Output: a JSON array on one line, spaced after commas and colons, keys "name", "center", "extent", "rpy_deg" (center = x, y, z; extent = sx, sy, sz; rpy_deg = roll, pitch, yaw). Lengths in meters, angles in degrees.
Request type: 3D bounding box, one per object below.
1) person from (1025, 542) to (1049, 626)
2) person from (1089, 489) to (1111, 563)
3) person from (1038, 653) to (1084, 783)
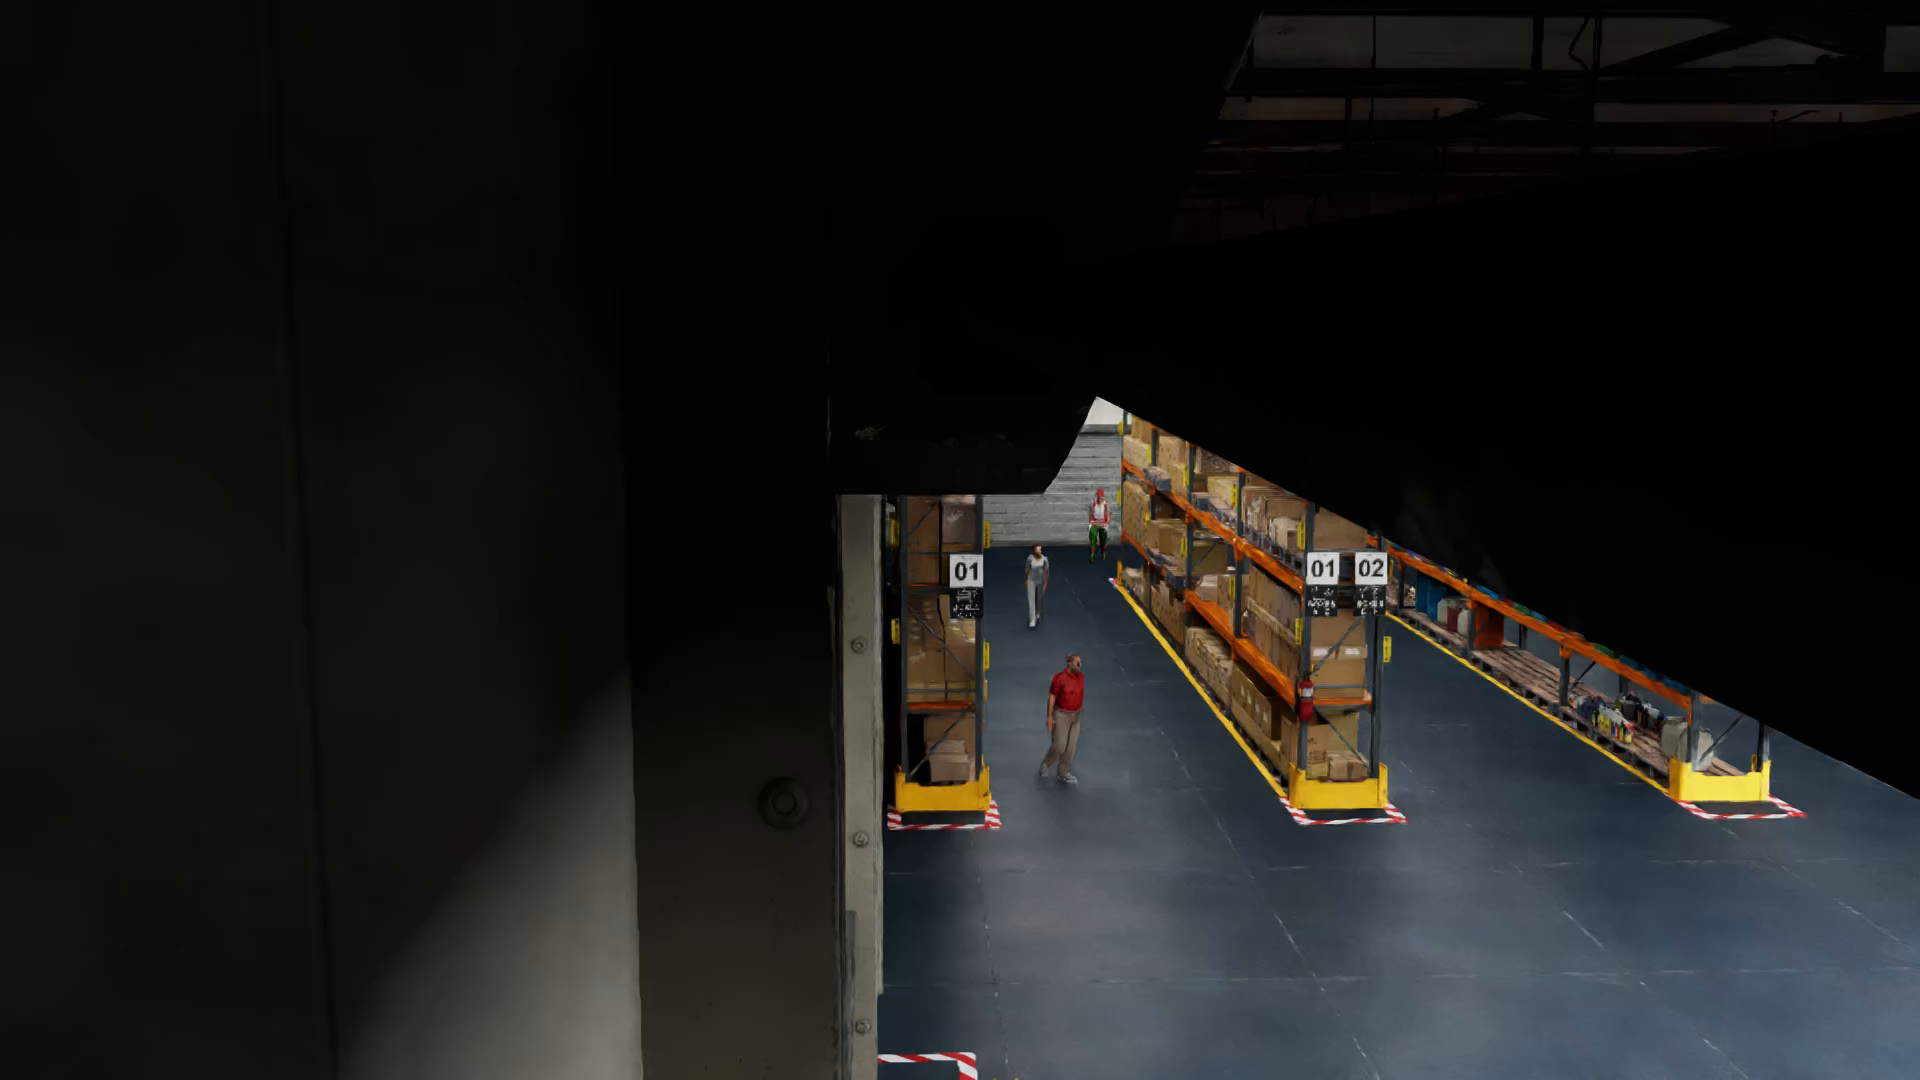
[{"name": "person", "center": [1.492, 0.816, 31.982], "extent": [0.446, 1.589, 1.095], "rpy_deg": [-1, 8, -4]}, {"name": "person", "center": [3.315, -0.350, 39.446], "extent": [0.534, 1.726, 1.037], "rpy_deg": [1, 8, 7]}, {"name": "person", "center": [1.331, 2.300, 21.696], "extent": [0.598, 1.719, 0.549], "rpy_deg": [-7, 11, -39]}]
